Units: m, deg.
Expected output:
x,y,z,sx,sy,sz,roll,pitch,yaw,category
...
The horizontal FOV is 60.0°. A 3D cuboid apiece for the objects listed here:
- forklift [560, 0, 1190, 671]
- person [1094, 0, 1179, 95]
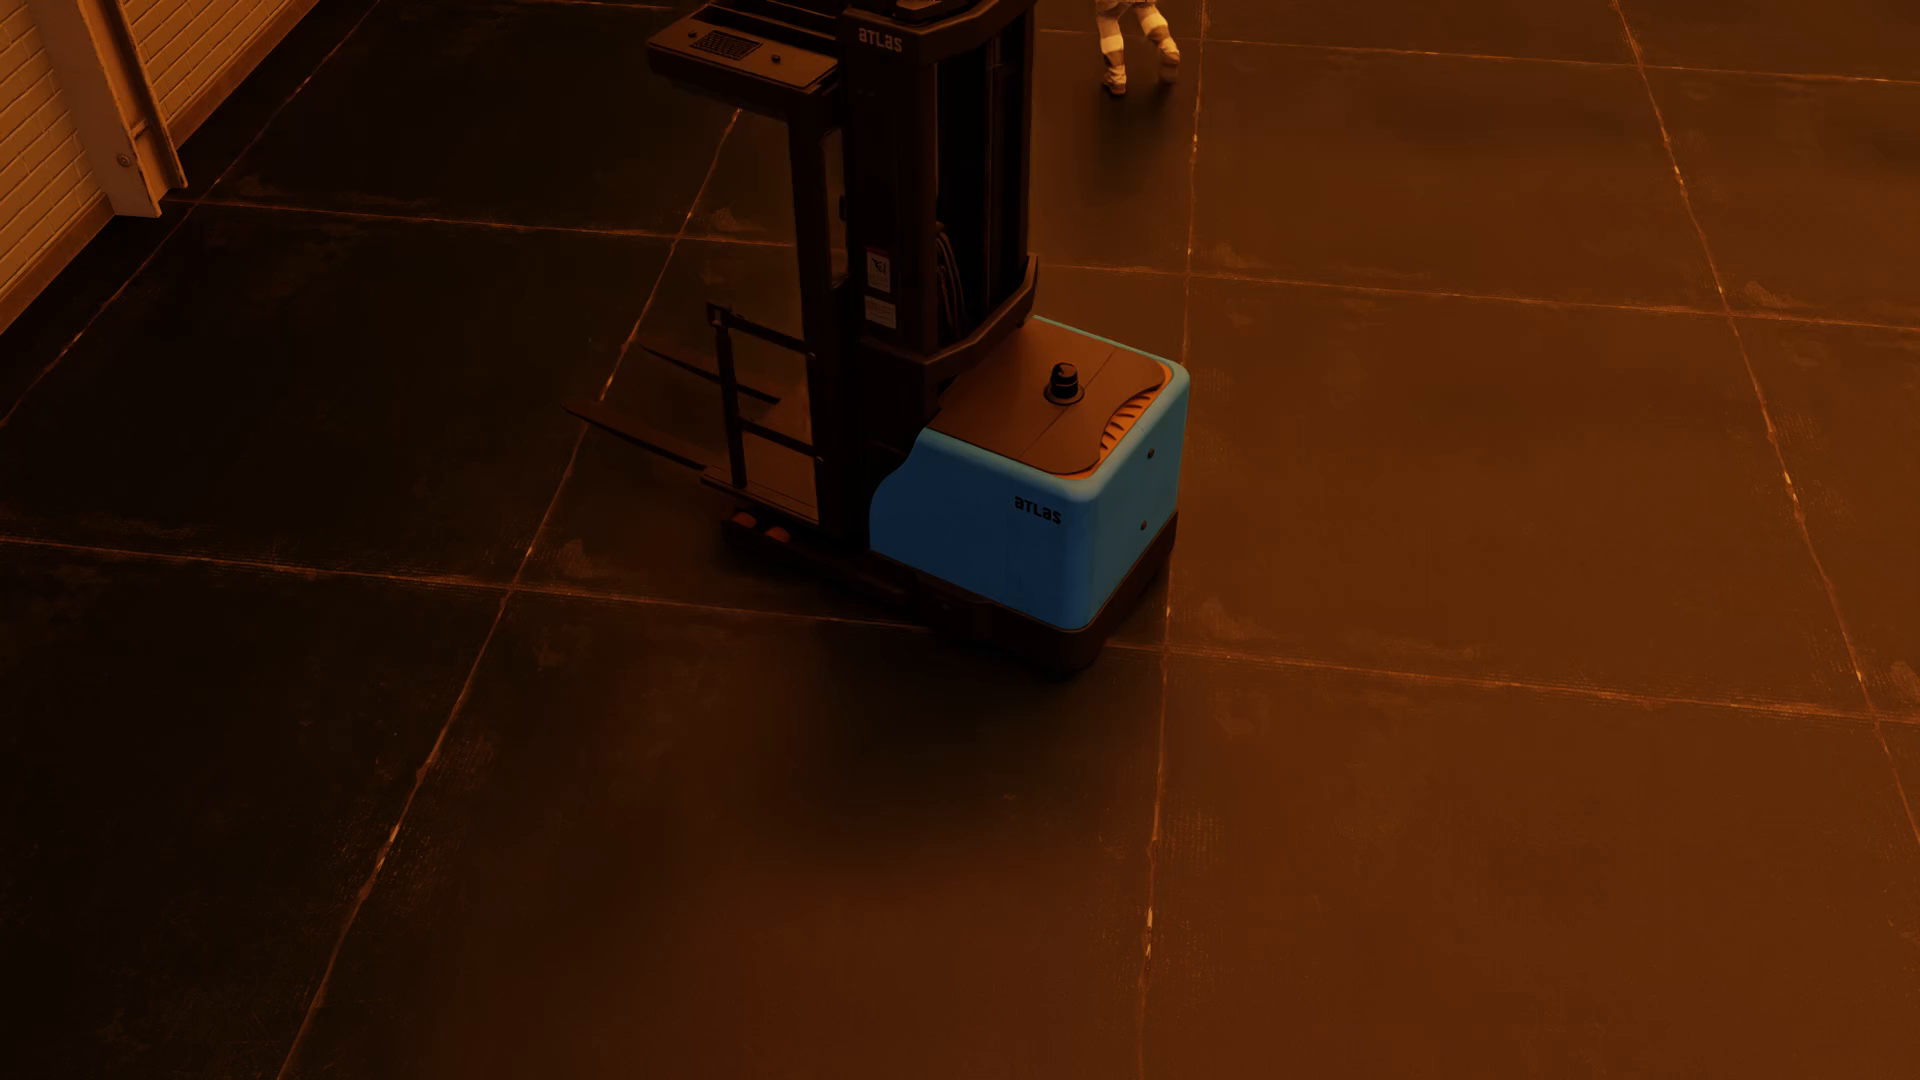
x,y,z,sx,sy,sz,roll,pitch,yaw,category
-0.528,-1.263,7.099,3.031,2.935,1.130,22,47,22,forklift
1.206,-3.700,10.777,0.990,1.614,0.543,-26,49,-26,person
